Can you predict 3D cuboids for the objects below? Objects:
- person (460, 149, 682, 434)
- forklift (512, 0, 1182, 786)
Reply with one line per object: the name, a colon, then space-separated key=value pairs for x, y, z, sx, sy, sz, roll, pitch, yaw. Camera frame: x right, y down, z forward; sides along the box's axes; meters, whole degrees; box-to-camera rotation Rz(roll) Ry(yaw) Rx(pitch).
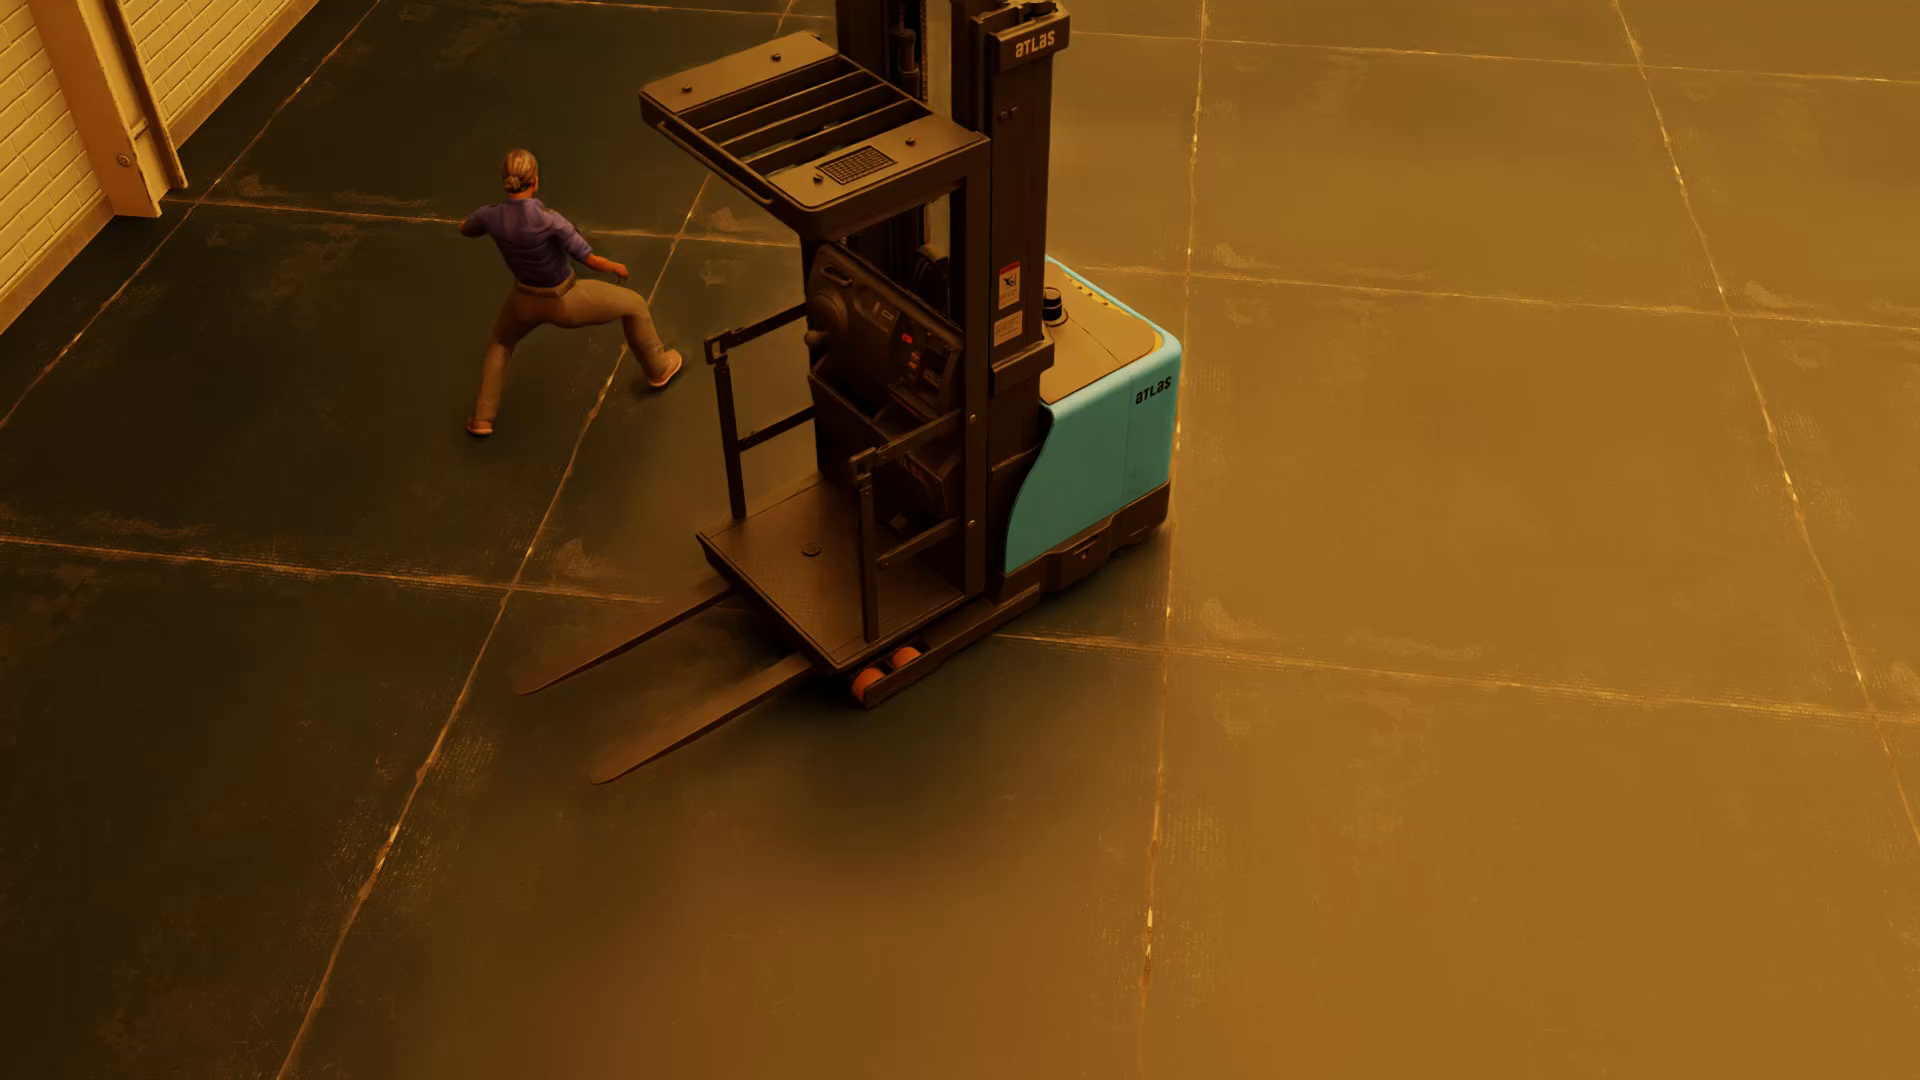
person: x=-2.033 y=-1.262 z=8.213 sx=0.943 sy=1.531 sz=0.902 roll=10 pitch=43 yaw=11
forklift: x=-0.475 y=-0.775 z=6.568 sx=3.031 sy=2.935 sz=1.130 roll=-29 pitch=50 yaw=-28
